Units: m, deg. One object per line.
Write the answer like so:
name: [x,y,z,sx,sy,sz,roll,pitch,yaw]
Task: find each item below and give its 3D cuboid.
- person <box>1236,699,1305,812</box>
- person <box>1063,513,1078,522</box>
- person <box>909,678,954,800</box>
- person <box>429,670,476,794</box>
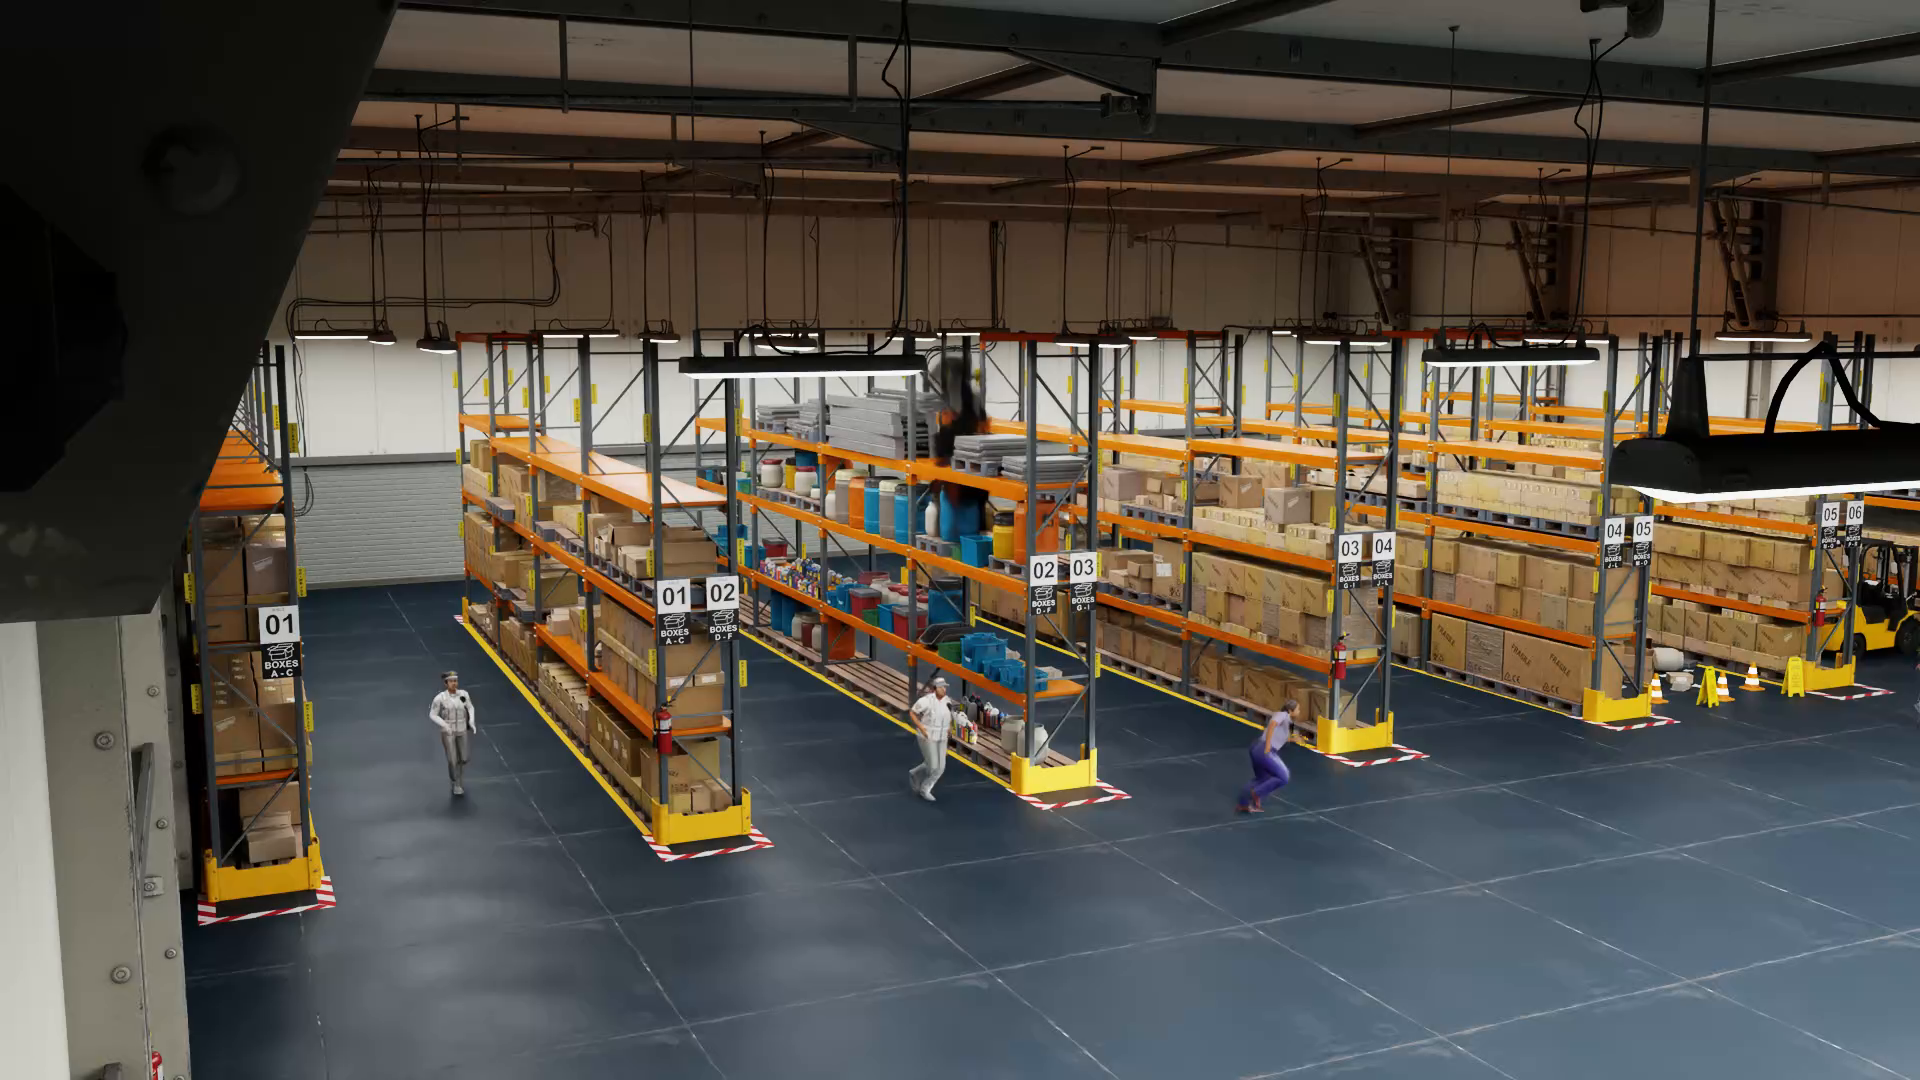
person: [3.967,2.767,21.149,0.863,1.469,0.637,0,8,0]
person: [2.670,-0.053,41.368,0.608,1.693,0.617,4,9,26]
person: [-0.340,2.610,21.901,0.605,1.635,0.541,-6,10,-37]
person: [-6.740,2.547,22.161,0.616,1.660,0.531,-5,9,-31]
